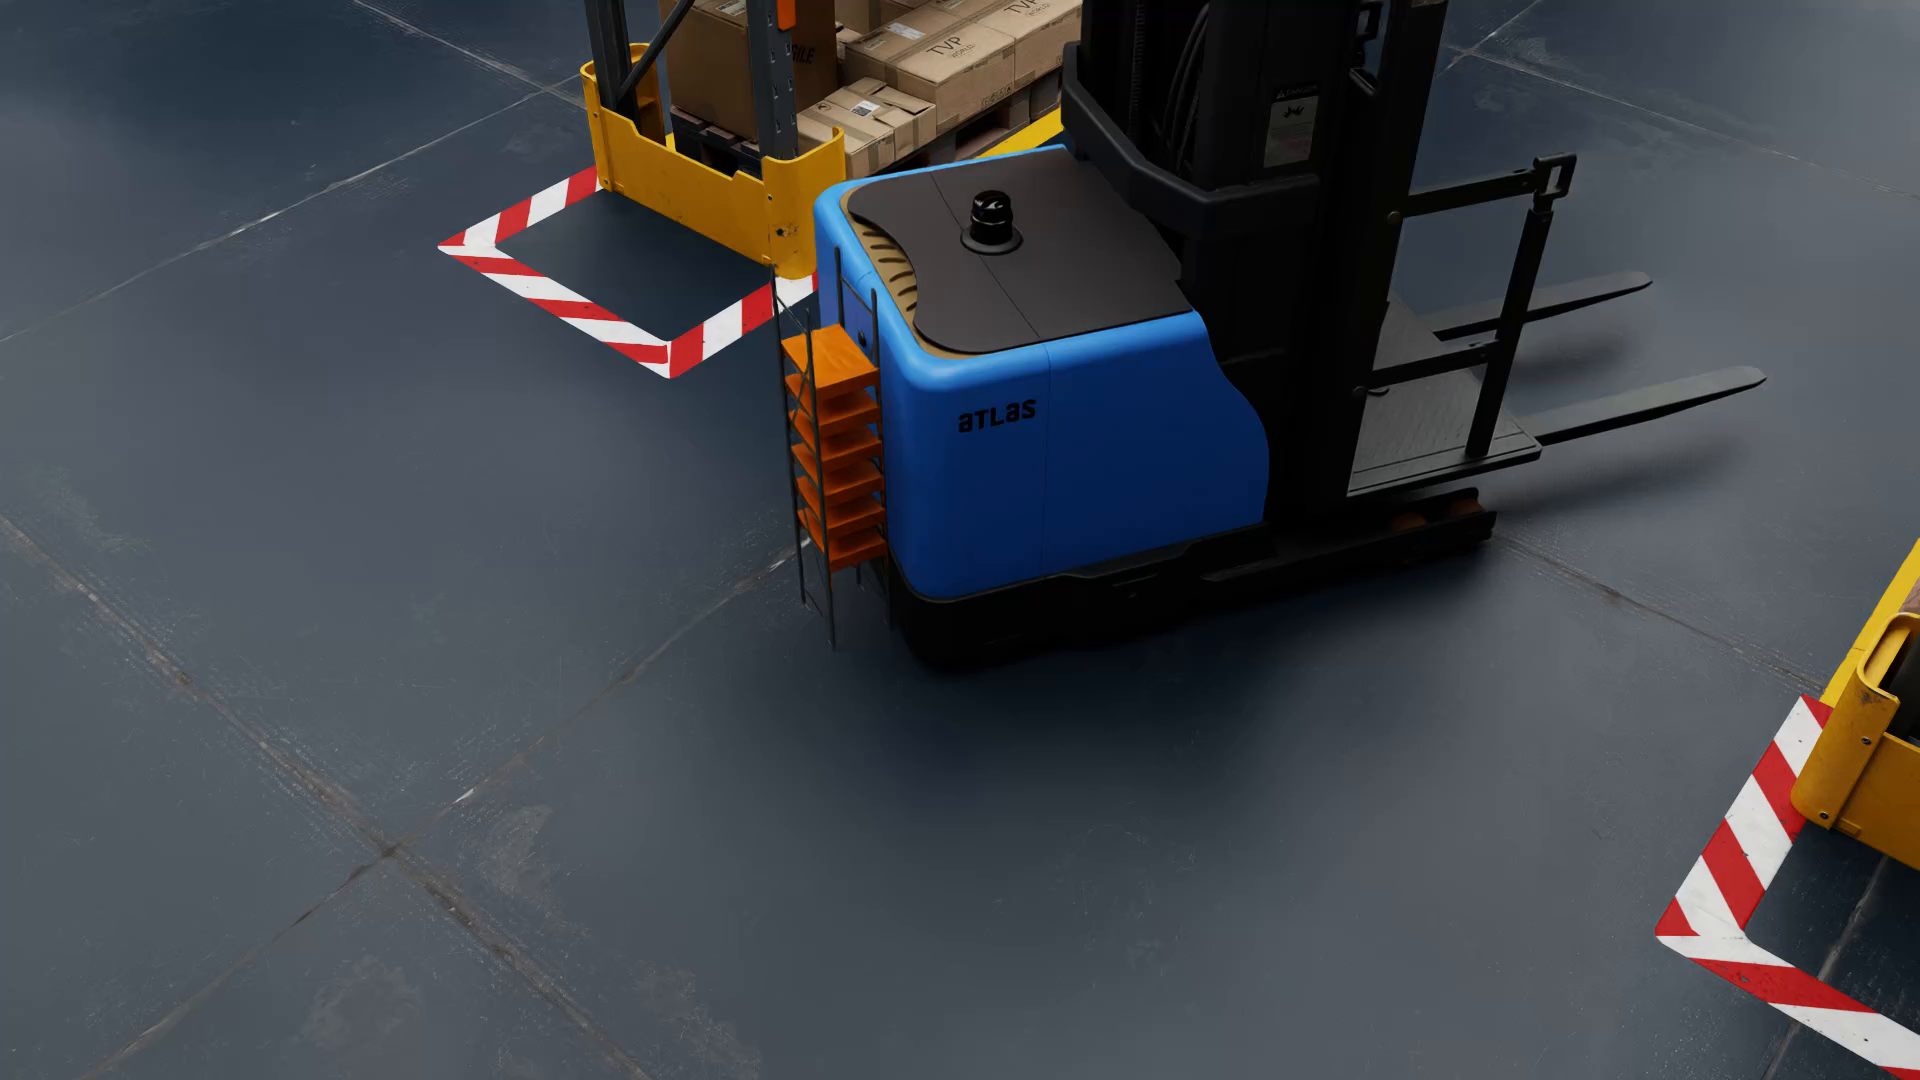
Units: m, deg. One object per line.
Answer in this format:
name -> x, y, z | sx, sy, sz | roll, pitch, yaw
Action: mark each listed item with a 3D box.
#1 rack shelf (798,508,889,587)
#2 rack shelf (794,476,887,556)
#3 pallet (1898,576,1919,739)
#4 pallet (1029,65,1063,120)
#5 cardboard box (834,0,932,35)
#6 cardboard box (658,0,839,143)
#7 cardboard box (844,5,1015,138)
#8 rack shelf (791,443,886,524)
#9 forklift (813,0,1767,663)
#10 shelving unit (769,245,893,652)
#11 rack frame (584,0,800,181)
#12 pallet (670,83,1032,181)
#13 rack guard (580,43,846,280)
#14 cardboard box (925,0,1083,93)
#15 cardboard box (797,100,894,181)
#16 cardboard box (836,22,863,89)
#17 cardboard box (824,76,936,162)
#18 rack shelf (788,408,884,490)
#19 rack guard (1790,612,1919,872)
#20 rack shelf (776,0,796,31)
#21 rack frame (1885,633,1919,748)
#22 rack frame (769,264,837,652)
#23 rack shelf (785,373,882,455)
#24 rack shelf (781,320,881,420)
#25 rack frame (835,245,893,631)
rack shelf -> -0.342, -0.005, 4.784 | 0.180, 0.103, 0.258 | -20, 45, -20
rack shelf -> -0.343, -0.094, 4.704 | 0.180, 0.103, 0.258 | -20, 45, -20
pallet -> 3.236, 0.343, 4.716 | 1.003, 0.211, 1.213 | 29, 50, 28
pallet -> 0.334, -2.430, 7.765 | 1.003, 0.211, 1.213 | 29, 50, 28
cardboard box -> -0.217, -2.394, 7.370 | 0.500, 0.250, 0.500 | 29, 50, 28
cardboard box -> -0.851, -2.011, 6.763 | 0.500, 0.500, 0.500 | 29, 50, 28
cardboard box -> -0.123, -1.946, 6.877 | 0.500, 0.250, 0.500 | 29, 50, 28
rack shelf -> -0.343, -0.183, 4.624 | 0.180, 0.103, 0.258 | -20, 45, -20
forklift -> 1.138, -1.332, 4.536 | 3.031, 2.935, 1.130 | -13, 44, -14
shelving unit -> -0.344, -0.216, 4.594 | 0.189, 1.200, 0.258 | -20, 45, -20
rack frame -> -1.012, -2.386, 5.644 | 1.000, 3.000, 0.127 | 29, 50, 28
pallet -> -0.451, -1.804, 7.078 | 1.003, 0.211, 1.213 | 29, 50, 28
rack guard -> -0.963, -1.500, 6.528 | 1.175, 0.500, 0.348 | 29, 50, 28
cardboard box -> 0.198, -2.204, 7.161 | 0.500, 0.250, 0.500 | 29, 50, 28
cardboard box -> -0.480, -1.561, 6.529 | 0.380, 0.149, 0.250 | 29, 50, 28
cardboard box -> -0.521, -2.057, 7.061 | 0.380, 0.166, 0.250 | 29, 50, 28
cardboard box -> -0.319, -1.696, 6.665 | 0.380, 0.166, 0.250 | 29, 50, 28
rack shelf -> -0.344, -0.272, 4.543 | 0.180, 0.103, 0.258 | -20, 45, -20
rack guard -> 2.766, 0.694, 4.115 | 1.175, 0.500, 0.348 | 29, 50, 28
rack shelf -> 0.275, -3.150, 7.019 | 1.077, 0.370, 4.000 | 29, 50, 28
rack frame -> 2.782, -0.243, 3.288 | 1.000, 3.000, 0.127 | 29, 50, 28
rack frame -> -0.425, -0.188, 4.563 | 0.006, 1.200, 0.240 | -20, 45, -20
rack shelf -> -0.345, -0.362, 4.463 | 0.180, 0.103, 0.258 | -20, 45, -20
rack shelf -> -0.346, -0.451, 4.383 | 0.180, 0.103, 0.258 | -20, 45, -20
rack frame -> -0.263, -0.245, 4.625 | 0.006, 1.200, 0.240 | -20, 45, -20
